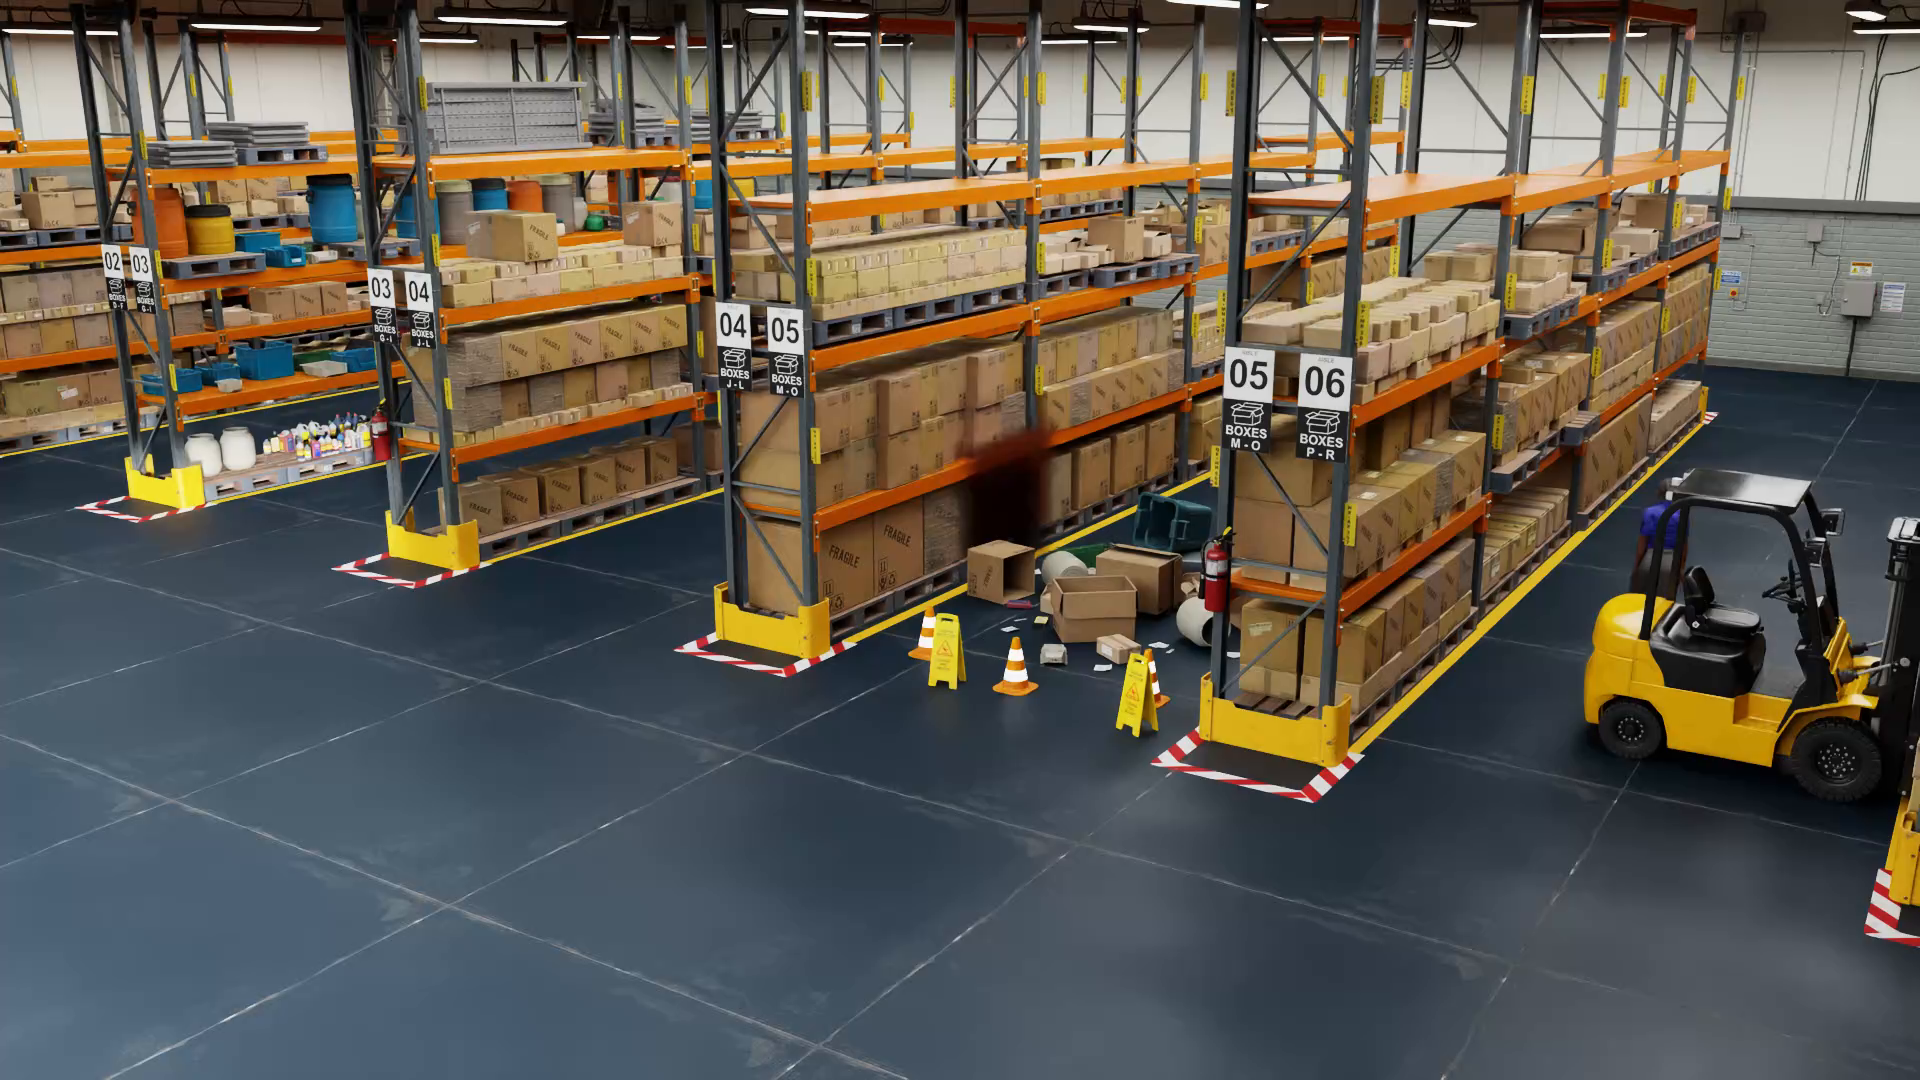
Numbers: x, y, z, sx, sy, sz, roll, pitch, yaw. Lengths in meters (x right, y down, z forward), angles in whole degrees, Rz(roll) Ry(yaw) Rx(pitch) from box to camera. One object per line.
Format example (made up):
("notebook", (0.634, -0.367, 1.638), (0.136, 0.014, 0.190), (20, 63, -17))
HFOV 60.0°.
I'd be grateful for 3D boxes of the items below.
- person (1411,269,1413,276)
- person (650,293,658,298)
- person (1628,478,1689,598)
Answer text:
("person", (8.345, -4.300, 31.379), (1.122, 1.728, 0.595), (-10, 18, -31))
("person", (-5.488, -3.917, 30.330), (0.447, 1.540, 0.972), (9, 18, 30))
("person", (6.394, 0.265, 15.240), (0.478, 1.664, 0.419), (3, 16, 12))
